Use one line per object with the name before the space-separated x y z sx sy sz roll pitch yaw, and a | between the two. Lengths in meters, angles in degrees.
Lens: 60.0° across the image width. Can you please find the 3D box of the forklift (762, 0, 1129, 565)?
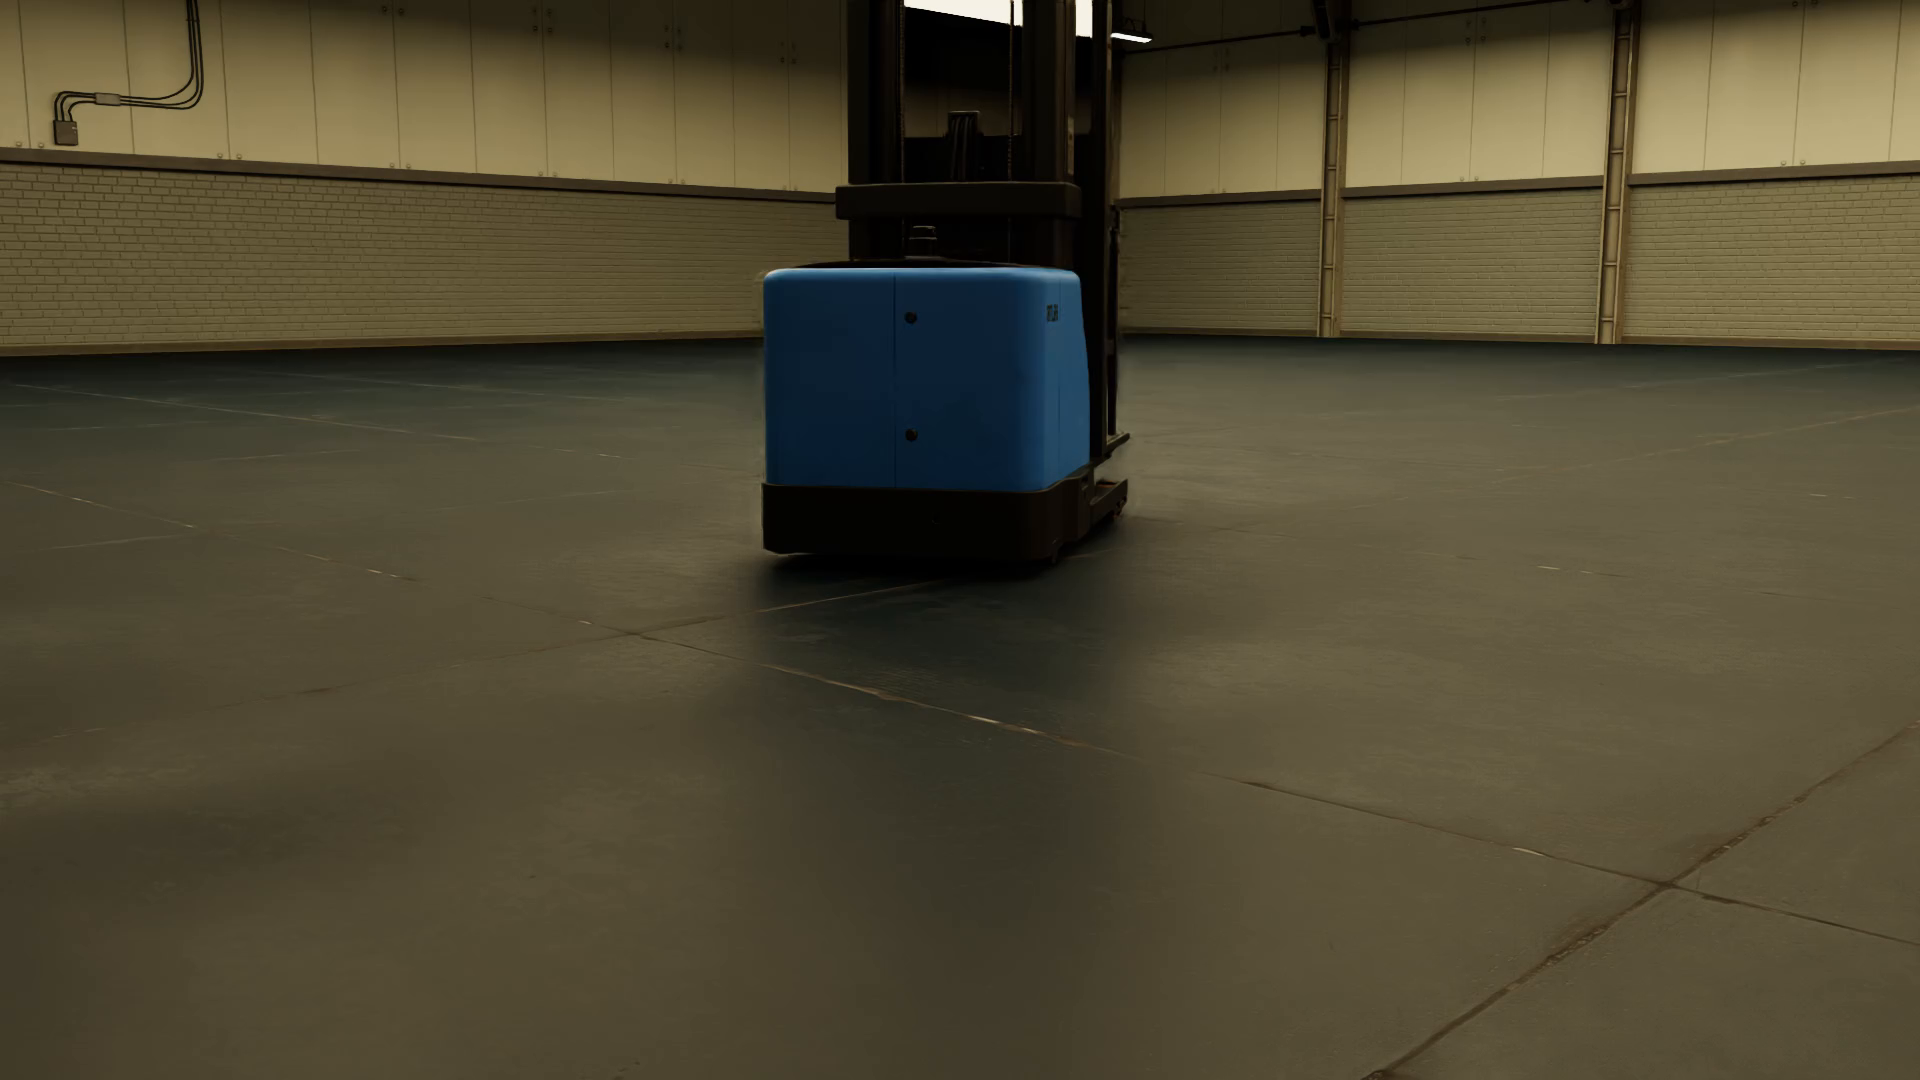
forklift | 0.131 -1.539 7.097 1.130 2.935 3.031 2 9 14
